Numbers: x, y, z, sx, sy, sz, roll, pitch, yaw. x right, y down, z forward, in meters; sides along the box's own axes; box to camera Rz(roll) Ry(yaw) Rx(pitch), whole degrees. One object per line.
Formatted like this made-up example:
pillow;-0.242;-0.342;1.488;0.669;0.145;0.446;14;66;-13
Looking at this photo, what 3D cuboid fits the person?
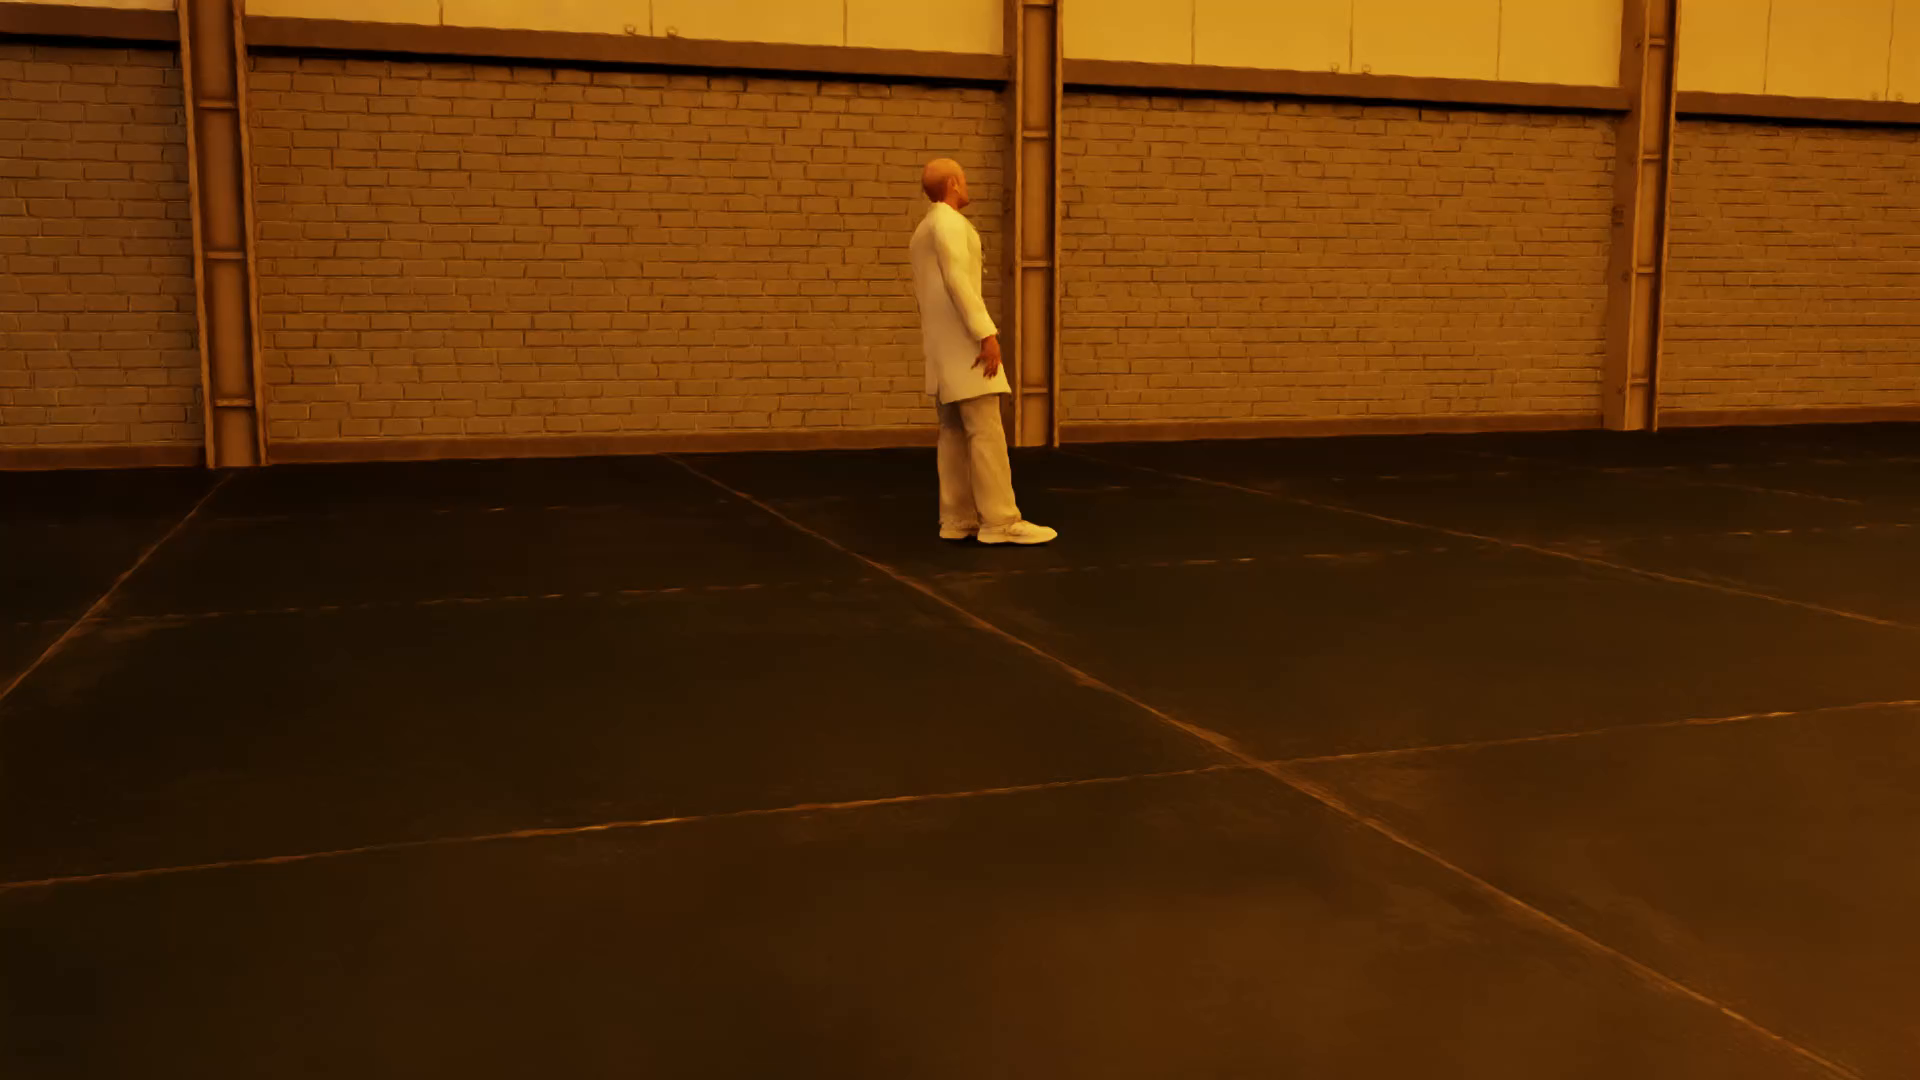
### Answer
person;0.088;-0.891;7.828;0.579;1.776;0.694;-3;8;-18
